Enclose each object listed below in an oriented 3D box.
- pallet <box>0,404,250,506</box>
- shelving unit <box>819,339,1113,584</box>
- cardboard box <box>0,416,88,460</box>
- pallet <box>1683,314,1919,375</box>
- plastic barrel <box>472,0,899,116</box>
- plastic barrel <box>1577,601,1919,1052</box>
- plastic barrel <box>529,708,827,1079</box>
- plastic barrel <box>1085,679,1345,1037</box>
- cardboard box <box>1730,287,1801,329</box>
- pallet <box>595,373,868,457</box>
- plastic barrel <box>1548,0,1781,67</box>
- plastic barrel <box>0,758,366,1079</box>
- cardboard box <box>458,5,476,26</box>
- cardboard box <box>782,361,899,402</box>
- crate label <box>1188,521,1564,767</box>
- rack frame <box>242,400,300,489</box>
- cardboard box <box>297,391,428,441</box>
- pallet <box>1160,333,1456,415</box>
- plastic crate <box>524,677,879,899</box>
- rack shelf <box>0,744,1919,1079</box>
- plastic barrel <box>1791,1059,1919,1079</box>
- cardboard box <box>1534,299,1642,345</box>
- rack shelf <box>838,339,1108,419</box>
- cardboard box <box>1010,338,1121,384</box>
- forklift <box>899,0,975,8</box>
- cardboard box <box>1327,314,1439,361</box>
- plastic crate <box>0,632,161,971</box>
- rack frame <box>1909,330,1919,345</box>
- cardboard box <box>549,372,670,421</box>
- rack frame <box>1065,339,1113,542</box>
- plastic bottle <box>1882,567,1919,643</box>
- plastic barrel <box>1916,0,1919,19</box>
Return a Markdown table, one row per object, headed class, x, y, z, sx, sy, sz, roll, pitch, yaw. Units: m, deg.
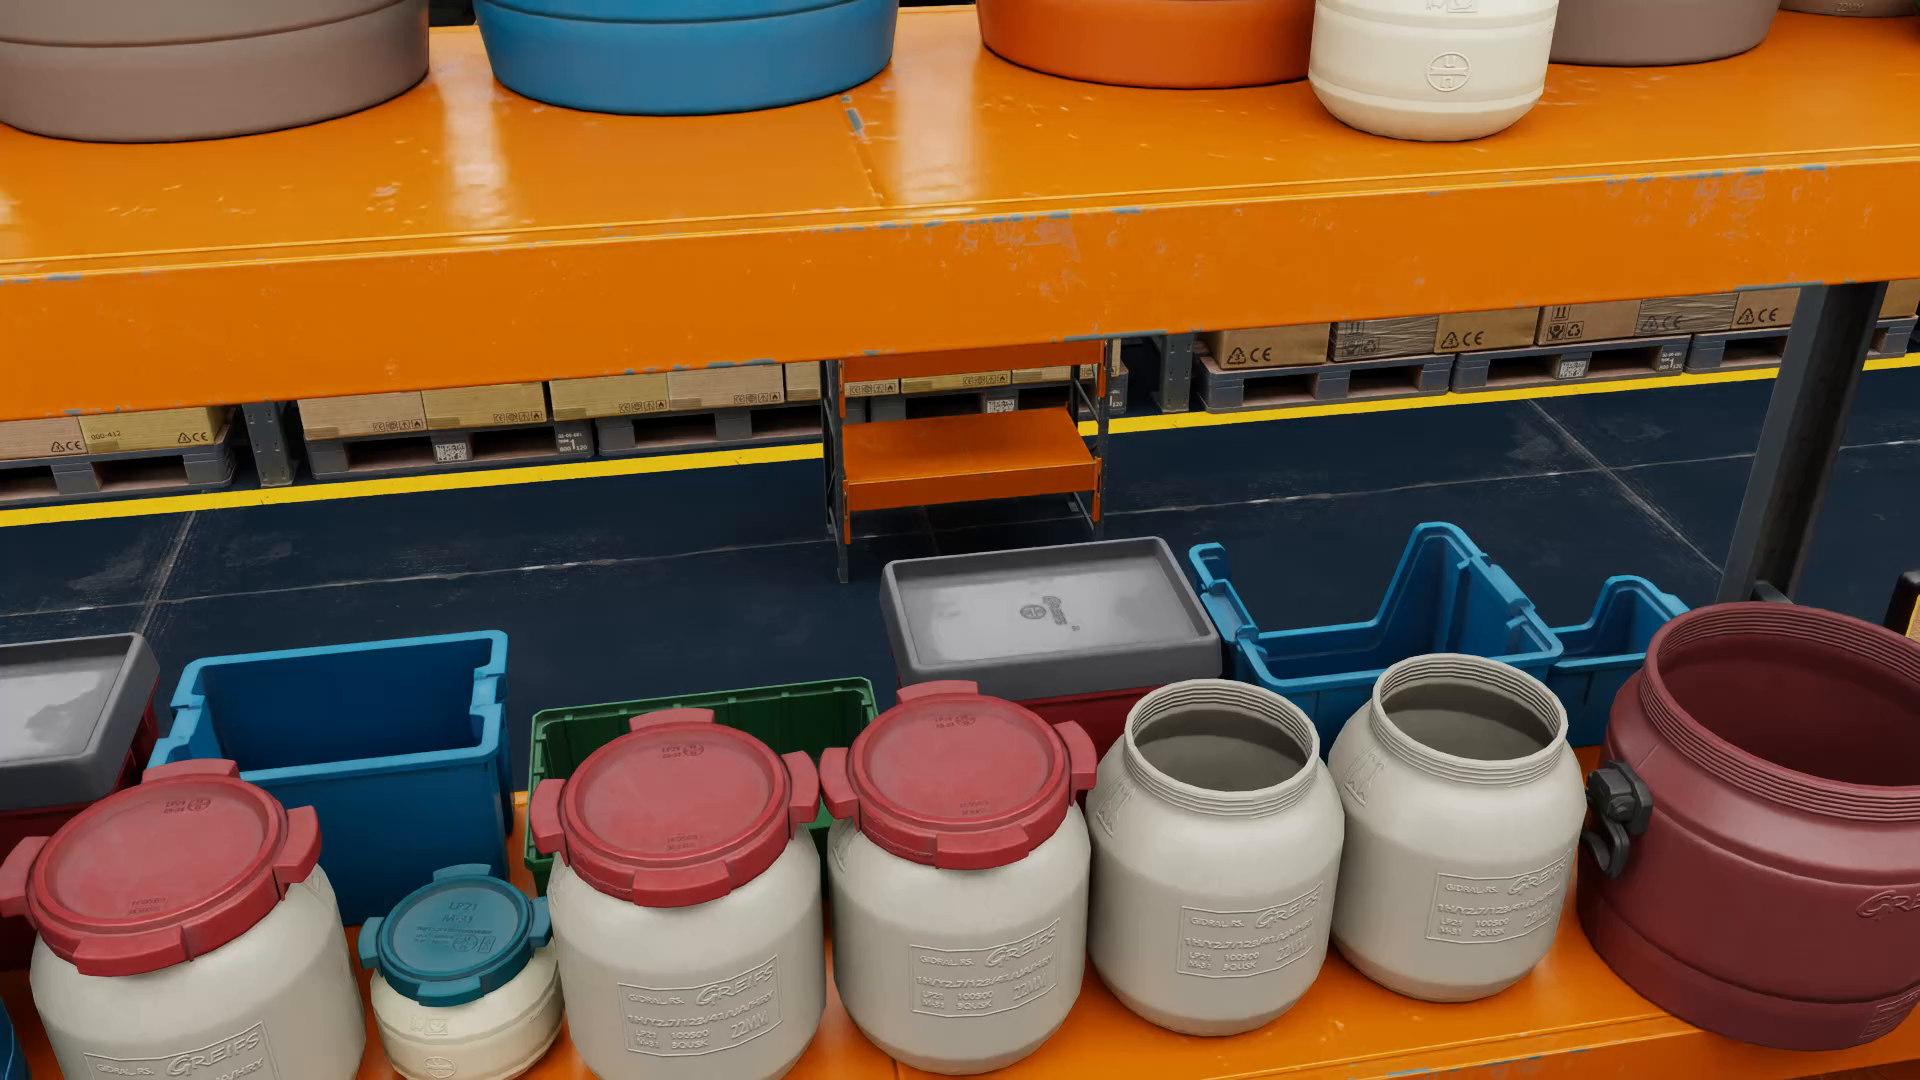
| class | x | y | z | sx | sy | sz | roll | pitch | yaw |
| --- | --- | --- | --- | --- | --- | --- | --- | --- | --- |
| pallet | -3.808 | -0.511 | 7.411 | 1.213 | 0.211 | 1.003 | -5 | 31 | -9 |
| shelving unit | 0.007 | -0.486 | 6.466 | 1.048 | 1.125 | 0.538 | -5 | 31 | -9 |
| cardboard box | -3.929 | -0.569 | 7.056 | 0.500 | 0.250 | 0.500 | -5 | 31 | -9 |
| pallet | 4.057 | -1.200 | 8.583 | 1.213 | 0.211 | 1.003 | -5 | 31 | -9 |
| plastic barrel | -0.382 | -1.078 | 2.170 | 0.708 | 0.901 | 0.600 | -5 | 31 | -9 |
| plastic barrel | 1.403 | 0.475 | 2.849 | 0.708 | 0.536 | 0.600 | -5 | 31 | -9 |
| plastic barrel | -0.428 | 0.601 | 2.634 | 0.433 | 0.535 | 0.433 | 0 | 30 | 0 |
| plastic barrel | 0.417 | 0.530 | 2.778 | 0.421 | 0.512 | 0.421 | 0 | 30 | 0 |
| cardboard box | 3.929 | -1.379 | 8.167 | 0.500 | 0.500 | 0.500 | -5 | 31 | -9 |
| pallet | -1.098 | -0.763 | 7.839 | 1.213 | 0.211 | 1.003 | -5 | 31 | -9 |
| plastic barrel | 0.958 | -1.203 | 2.382 | 0.600 | 0.901 | 0.600 | 0 | 30 | 0 |
| plastic barrel | -1.149 | 0.668 | 2.520 | 0.433 | 0.535 | 0.433 | 0 | 30 | 0 |
| cardboard box | -3.193 | -3.422 | 11.643 | 0.500 | 0.500 | 0.700 | -4 | 31 | -7 |
| cardboard box | -0.559 | -0.863 | 7.557 | 0.500 | 0.250 | 0.500 | -5 | 31 | -8 |
| crate label | 0.779 | 0.280 | 3.279 | 0.616 | 0.435 | 0.502 | -5 | 31 | -9 |
| rack frame | -3.019 | -1.765 | 6.792 | 0.127 | 3.000 | 1.000 | -5 | 31 | -9 |
| cardboard box | -2.577 | -0.674 | 7.235 | 0.500 | 0.250 | 0.500 | -6 | 31 | -10 |
| pallet | 1.657 | -0.977 | 8.204 | 1.213 | 0.211 | 1.003 | -5 | 31 | -9 |
| plastic crate | -0.468 | 0.497 | 3.155 | 0.662 | 0.188 | 0.450 | -5 | 31 | -9 |
| rack shelf | -0.163 | 0.833 | 3.085 | 4.000 | 0.370 | 1.077 | -5 | 31 | -9 |
| plastic barrel | 2.283 | 1.041 | 3.747 | 0.708 | 0.830 | 0.600 | -5 | 31 | -9 |
| cardboard box | 2.936 | -1.285 | 8.009 | 0.500 | 0.500 | 0.500 | -6 | 31 | -11 |
| rack shelf | 0.007 | -0.738 | 6.318 | 1.000 | 0.278 | 0.538 | -5 | 31 | -9 |
| cardboard box | 0.442 | -0.956 | 7.715 | 0.500 | 0.250 | 0.500 | -5 | 31 | -8 |
| forklift | 0.046 | -3.329 | 9.519 | 3.031 | 2.935 | 1.130 | -9 | 32 | -15 |
| cardboard box | 1.929 | -1.192 | 7.850 | 0.500 | 0.500 | 0.500 | -6 | 31 | -11 |
| plastic crate | -1.709 | 0.481 | 2.910 | 0.583 | 0.464 | 0.402 | -5 | 31 | -9 |
| rack frame | 4.851 | -2.495 | 8.034 | 0.127 | 3.000 | 1.000 | -5 | 31 | -9 |
| cardboard box | -1.565 | -0.769 | 7.396 | 0.500 | 0.250 | 0.500 | -6 | 31 | -10 |
| rack frame | 0.507 | -0.532 | 6.545 | 0.032 | 1.125 | 0.500 | -5 | 31 | -9 |
| plastic bottle | 2.126 | 0.140 | 3.667 | 0.133 | 0.283 | 0.061 | -5 | 31 | -9 |
| plastic barrel | 1.571 | -0.838 | 2.410 | 0.294 | 0.245 | 0.294 | 0 | 30 | 0 |
